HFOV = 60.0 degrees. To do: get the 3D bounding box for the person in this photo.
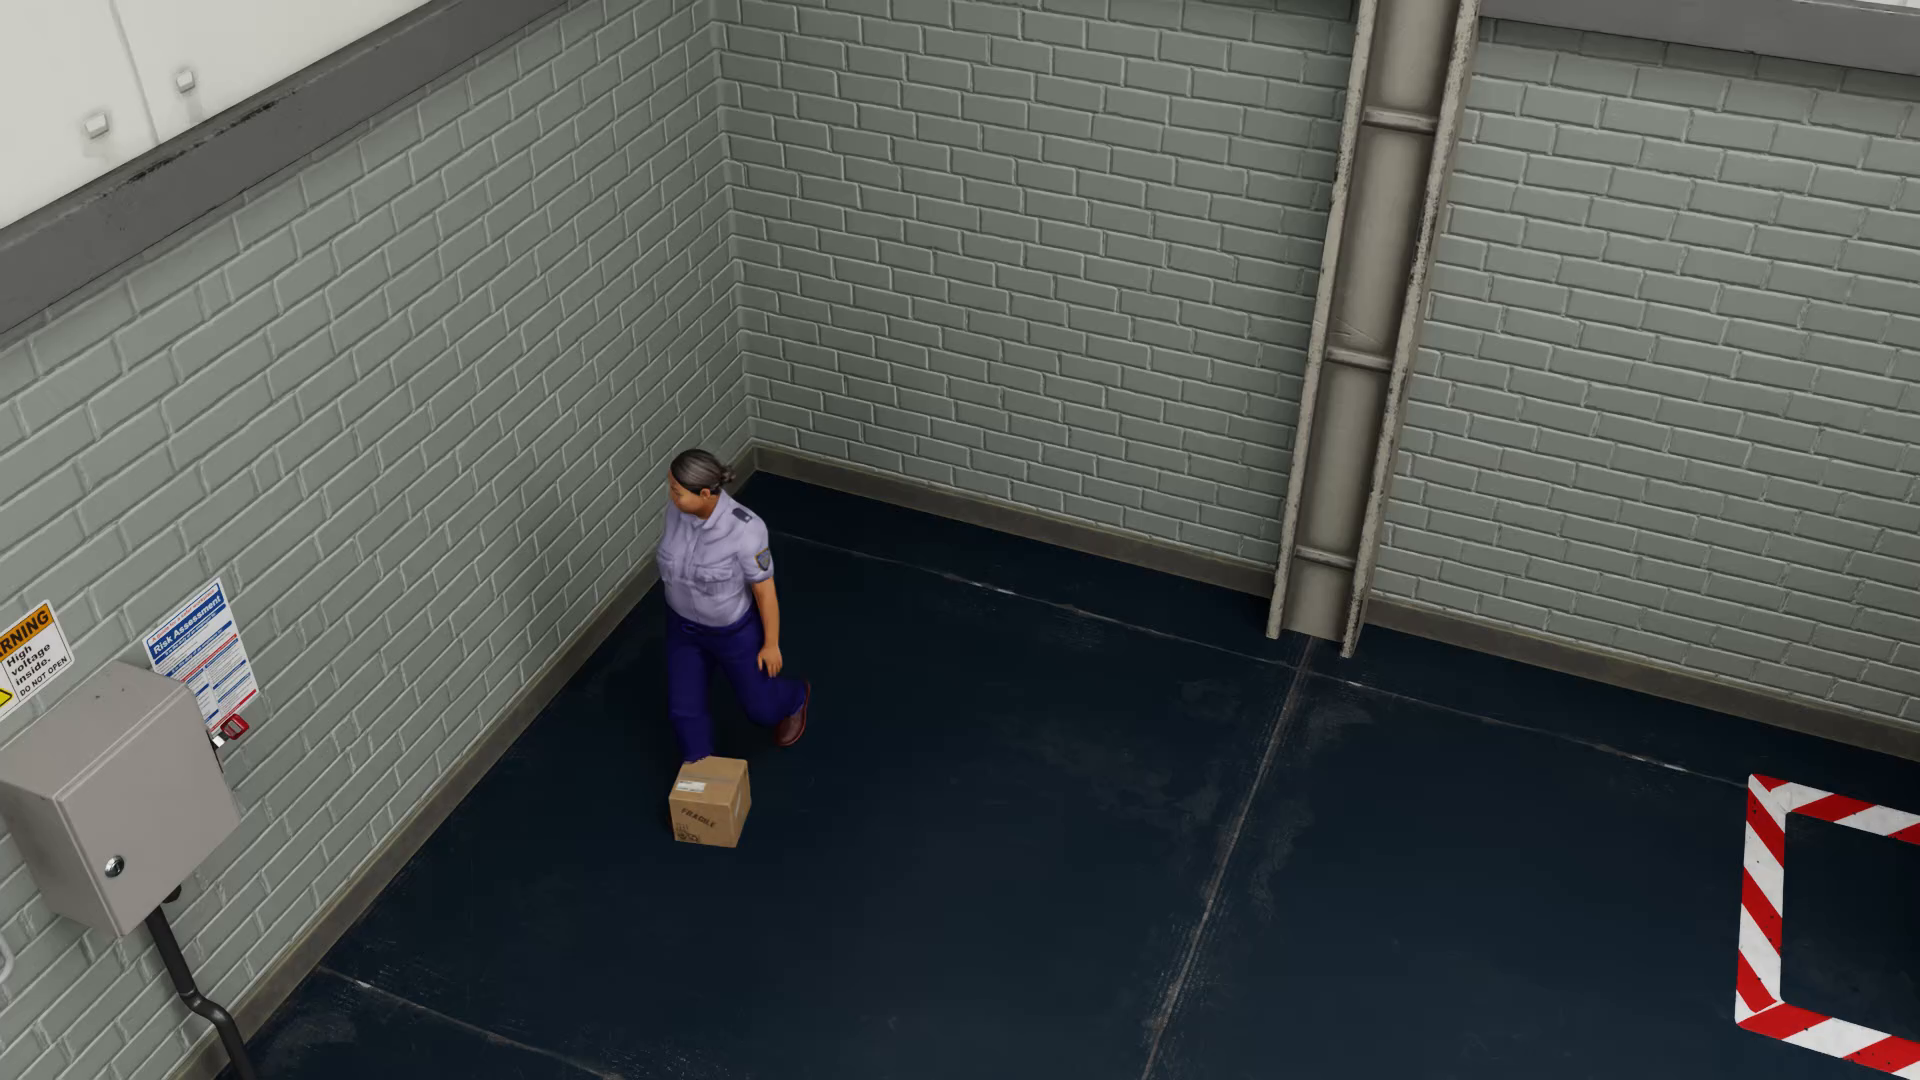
[{"bbox_3d":[-0.893,0.326,6.407,0.507,1.608,0.815,16,41,20],"label":"person"}]
